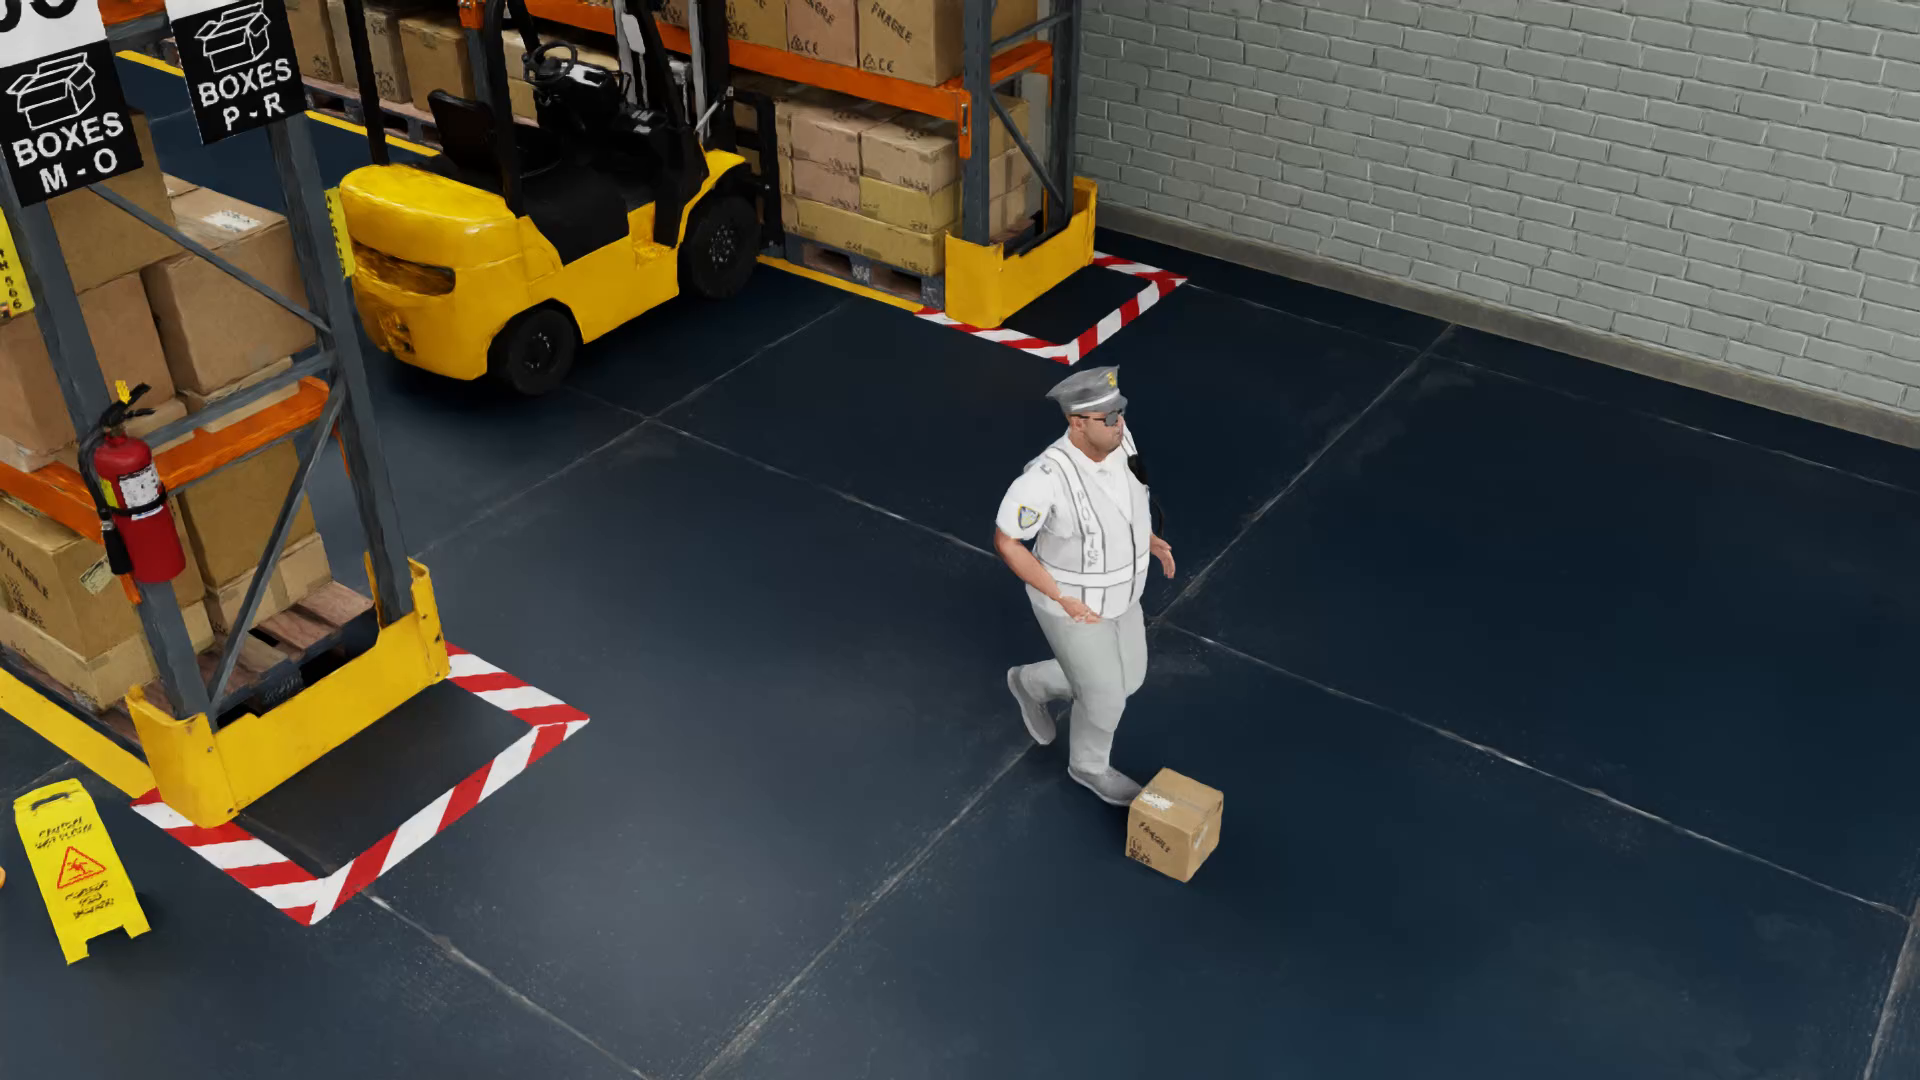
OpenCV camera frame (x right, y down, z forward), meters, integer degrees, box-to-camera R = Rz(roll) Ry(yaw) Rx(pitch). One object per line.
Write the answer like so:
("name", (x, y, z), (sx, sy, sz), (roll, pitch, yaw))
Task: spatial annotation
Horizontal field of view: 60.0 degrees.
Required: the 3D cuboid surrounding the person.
("person", (0.446, 0.152, 5.910), (0.639, 1.749, 0.678), (26, 42, 32))
